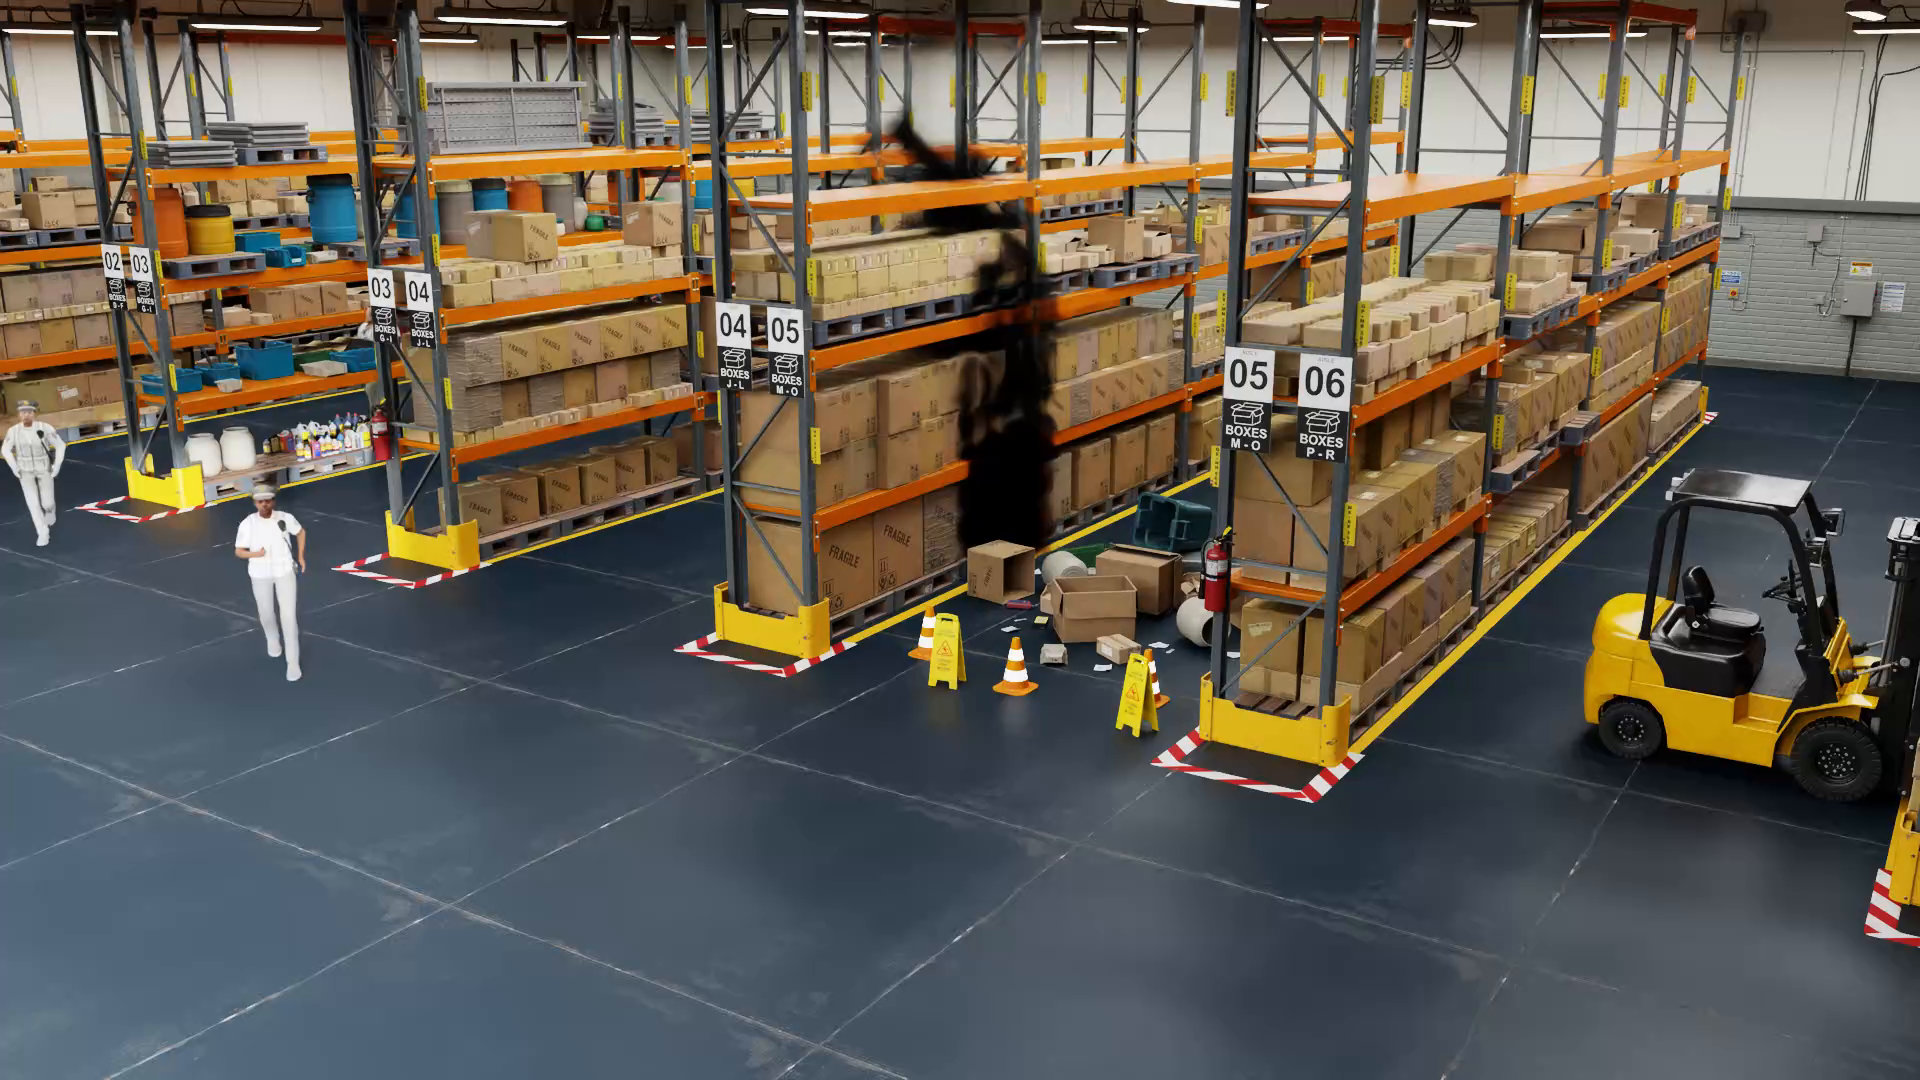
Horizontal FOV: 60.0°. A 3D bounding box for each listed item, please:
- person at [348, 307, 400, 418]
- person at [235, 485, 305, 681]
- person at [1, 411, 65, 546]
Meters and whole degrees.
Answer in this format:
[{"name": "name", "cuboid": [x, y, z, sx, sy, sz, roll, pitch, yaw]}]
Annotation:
[{"name": "person", "cuboid": [-8.944, -2.640, 25.418, 0.685, 1.844, 0.794, 9, 18, 30]}, {"name": "person", "cuboid": [-6.115, 0.322, 14.820, 0.579, 1.693, 0.922, -6, 17, -19]}, {"name": "person", "cuboid": [-10.611, -0.788, 19.081, 0.618, 1.617, 0.651, -7, 17, -25]}]
